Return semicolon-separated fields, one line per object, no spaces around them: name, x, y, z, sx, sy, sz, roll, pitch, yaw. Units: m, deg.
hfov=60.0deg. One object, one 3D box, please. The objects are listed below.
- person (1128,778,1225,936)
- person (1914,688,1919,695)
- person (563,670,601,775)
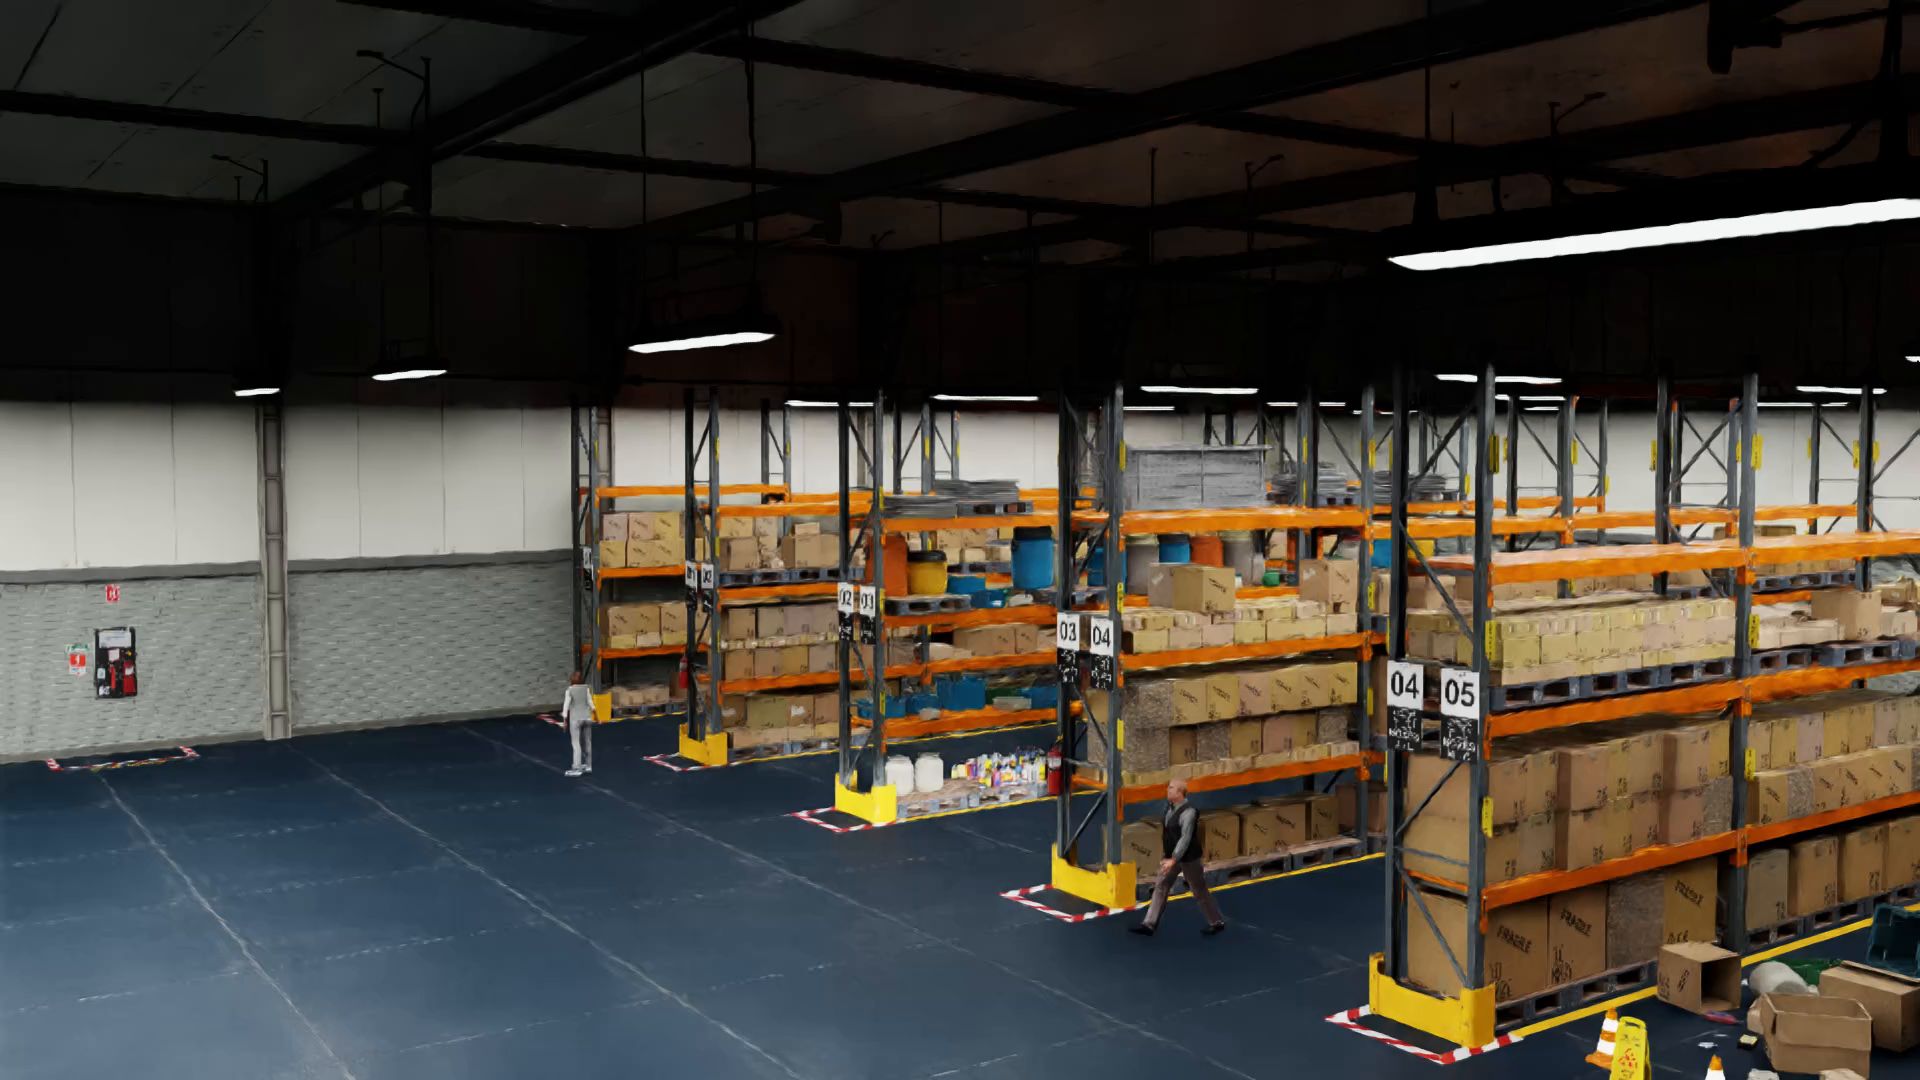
person;2.274;3.287;17.221;1.031;1.665;0.539;-2;4;-25
person;13.782;2.893;23.816;0.448;1.652;0.573;2;4;31
person;-5.861;2.810;25.696;0.600;1.585;0.473;-3;4;-37
